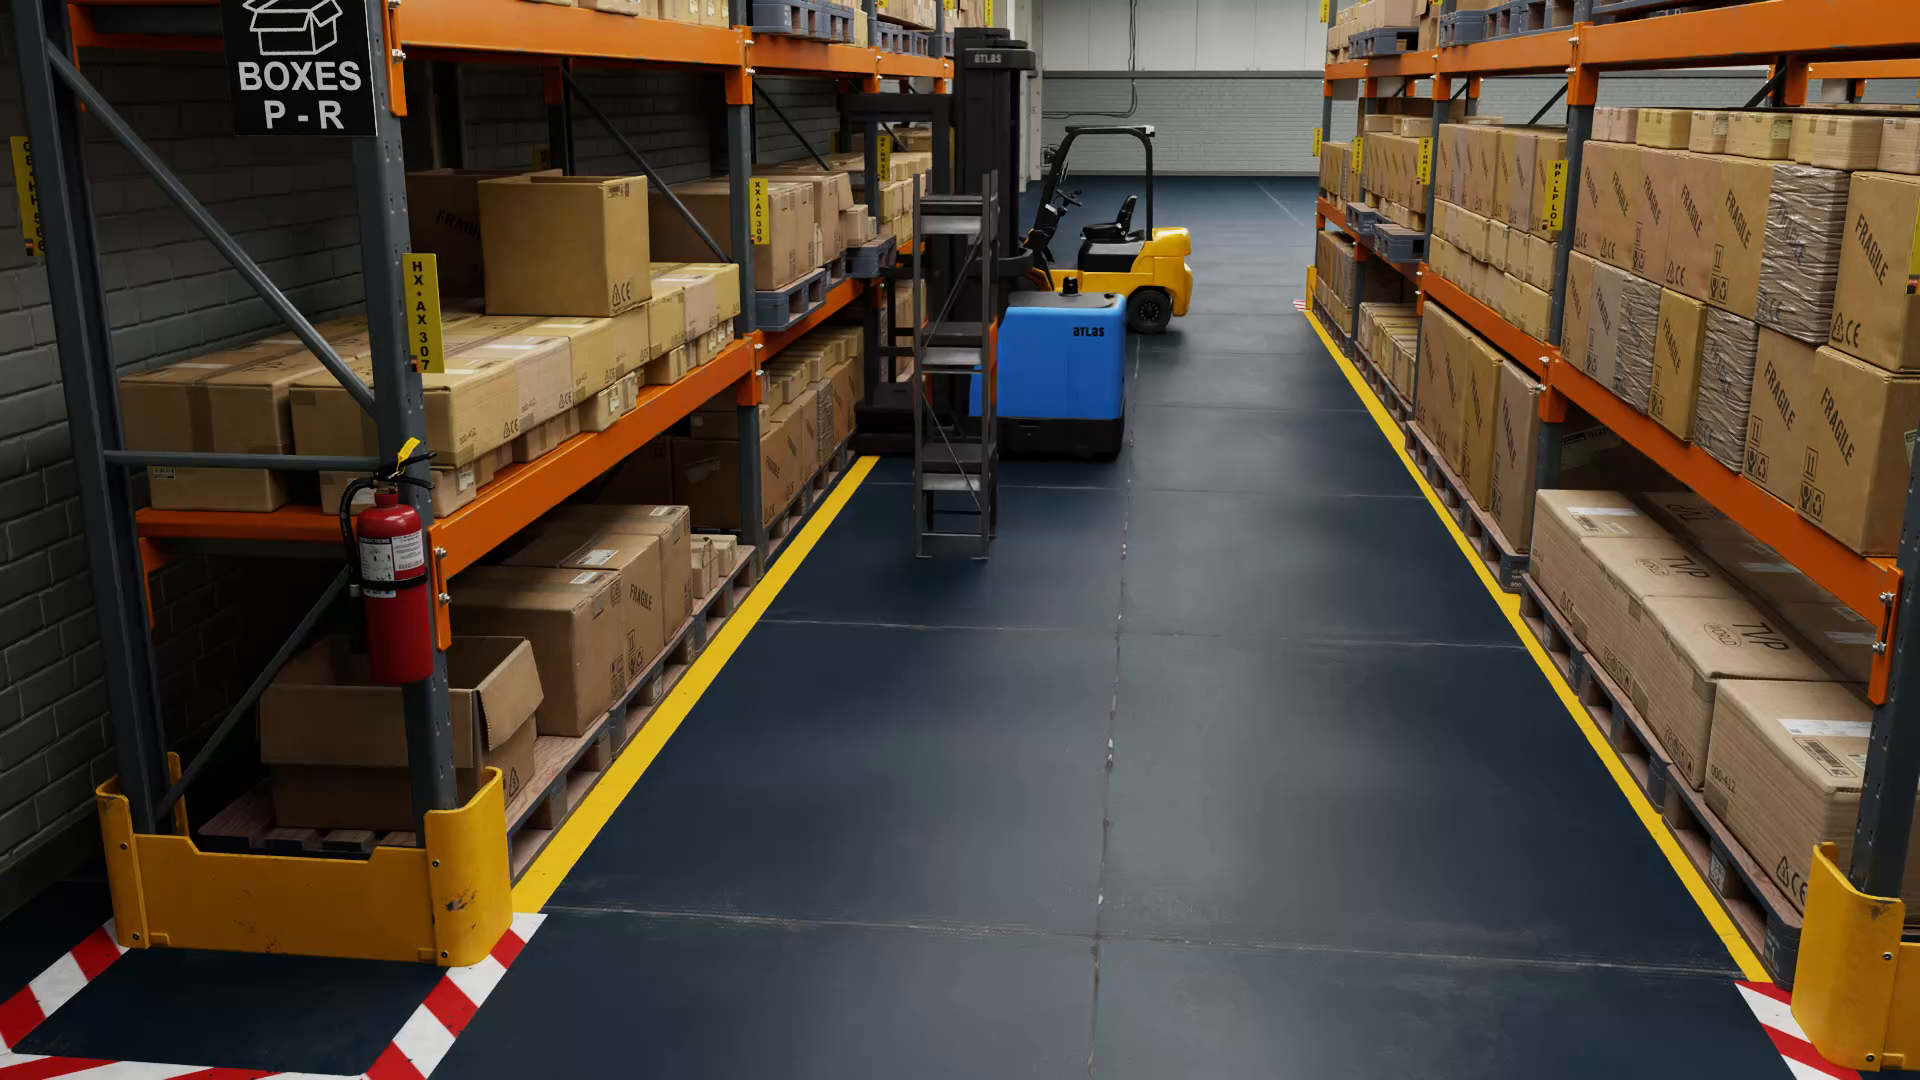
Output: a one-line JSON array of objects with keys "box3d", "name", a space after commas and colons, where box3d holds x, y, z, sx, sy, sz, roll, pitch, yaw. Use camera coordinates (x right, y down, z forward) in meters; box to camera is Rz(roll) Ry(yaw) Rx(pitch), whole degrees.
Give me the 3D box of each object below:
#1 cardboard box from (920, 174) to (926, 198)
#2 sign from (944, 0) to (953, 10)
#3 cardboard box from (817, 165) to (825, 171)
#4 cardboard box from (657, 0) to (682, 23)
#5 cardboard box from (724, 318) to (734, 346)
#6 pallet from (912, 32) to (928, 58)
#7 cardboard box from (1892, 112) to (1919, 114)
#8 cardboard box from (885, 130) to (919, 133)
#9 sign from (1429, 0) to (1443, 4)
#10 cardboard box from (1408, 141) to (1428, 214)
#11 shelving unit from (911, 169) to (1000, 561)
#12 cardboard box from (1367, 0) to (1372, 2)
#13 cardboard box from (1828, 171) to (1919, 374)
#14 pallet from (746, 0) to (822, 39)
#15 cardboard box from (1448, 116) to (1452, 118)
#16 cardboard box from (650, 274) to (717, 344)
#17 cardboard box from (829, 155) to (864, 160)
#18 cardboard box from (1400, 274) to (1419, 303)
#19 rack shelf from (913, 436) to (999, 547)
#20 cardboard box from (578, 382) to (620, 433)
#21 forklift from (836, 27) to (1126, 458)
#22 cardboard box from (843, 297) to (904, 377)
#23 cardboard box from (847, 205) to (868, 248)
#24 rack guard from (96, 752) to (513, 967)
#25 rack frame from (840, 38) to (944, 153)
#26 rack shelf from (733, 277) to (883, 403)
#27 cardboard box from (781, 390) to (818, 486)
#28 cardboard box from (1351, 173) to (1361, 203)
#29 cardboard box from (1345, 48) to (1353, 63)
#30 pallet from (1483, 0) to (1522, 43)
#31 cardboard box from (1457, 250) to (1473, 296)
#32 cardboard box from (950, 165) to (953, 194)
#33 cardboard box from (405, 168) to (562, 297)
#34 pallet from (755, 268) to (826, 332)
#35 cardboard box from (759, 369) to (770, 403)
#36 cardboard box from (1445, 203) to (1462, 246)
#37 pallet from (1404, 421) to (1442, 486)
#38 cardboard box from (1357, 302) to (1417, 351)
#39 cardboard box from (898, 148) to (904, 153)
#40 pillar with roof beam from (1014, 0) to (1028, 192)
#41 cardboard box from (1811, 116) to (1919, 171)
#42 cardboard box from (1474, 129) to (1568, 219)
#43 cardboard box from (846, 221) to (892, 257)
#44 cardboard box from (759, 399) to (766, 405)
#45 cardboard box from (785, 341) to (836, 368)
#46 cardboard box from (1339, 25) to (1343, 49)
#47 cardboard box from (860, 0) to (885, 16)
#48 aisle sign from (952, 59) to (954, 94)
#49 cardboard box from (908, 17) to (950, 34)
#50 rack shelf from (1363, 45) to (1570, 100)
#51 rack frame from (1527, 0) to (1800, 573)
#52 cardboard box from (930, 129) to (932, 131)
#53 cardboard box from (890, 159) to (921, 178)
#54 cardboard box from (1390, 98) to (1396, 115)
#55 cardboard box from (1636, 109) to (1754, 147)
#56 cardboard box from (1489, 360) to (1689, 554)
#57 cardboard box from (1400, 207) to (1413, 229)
[{"box3d": [-0.568, -3.095, 14.692, 0.500, 0.250, 0.500, 2, 15, 7], "name": "cardboard box"}, {"box3d": [-0.112, -5.163, 15.671, 0.100, 0.325, 0.005, 2, 15, 6], "name": "sign"}, {"box3d": [-1.260, -2.878, 13.125, 0.380, 0.149, 0.250, 2, 15, 6], "name": "cardboard box"}, {"box3d": [-1.404, -2.281, 7.085, 0.380, 0.149, 0.250, 2, 15, 6], "name": "cardboard box"}, {"box3d": [-1.340, -1.041, 8.247, 0.380, 0.149, 0.250, 2, 15, 7], "name": "cardboard box"}, {"box3d": [-0.739, -4.454, 15.007, 0.805, 0.209, 1.217, 1, 15, 4], "name": "pallet"}, {"box3d": [3.458, -1.399, 5.739, 0.380, 0.149, 0.250, 1, 15, 5], "name": "cardboard box"}, {"box3d": [-0.654, -4.389, 18.142, 0.380, 0.149, 0.250, 2, 15, 7], "name": "cardboard box"}, {"box3d": [3.290, -3.859, 11.449, 0.100, 0.325, 0.005, 2, 15, 6], "name": "sign"}, {"box3d": [3.604, -2.665, 12.207, 0.500, 0.500, 0.500, 1, 15, 5], "name": "cardboard box"}, {"box3d": [-0.019, -0.971, 9.229, 0.431, 2.100, 0.503, 2, 15, 6], "name": "shelving unit"}, {"box3d": [3.769, -4.732, 14.196, 0.500, 0.250, 0.500, 1, 15, 5], "name": "cardboard box"}, {"box3d": [2.744, -0.733, 4.518, 0.500, 0.500, 0.500, 2, 15, 8], "name": "cardboard box"}, {"box3d": [-1.412, -2.777, 8.798, 1.213, 0.211, 1.003, 2, 15, 6], "name": "pallet"}, {"box3d": [4.387, -3.584, 14.362, 0.380, 0.149, 0.250, 1, 15, 5], "name": "cardboard box"}, {"box3d": [-1.412, -1.054, 7.531, 0.500, 0.250, 0.500, 2, 15, 6], "name": "cardboard box"}, {"box3d": [-1.025, -3.404, 15.071, 0.380, 0.149, 0.250, 2, 15, 6], "name": "cardboard box"}, {"box3d": [4.615, -2.565, 16.426, 0.500, 0.500, 0.500, 2, 15, 9], "name": "cardboard box"}, {"box3d": [-0.019, -0.282, 9.415, 0.431, 0.518, 0.480, 2, 15, 6], "name": "rack shelf"}, {"box3d": [-1.502, -0.504, 6.259, 0.380, 0.149, 0.250, 1, 15, 5], "name": "cardboard box"}, {"box3d": [-0.319, -2.138, 11.953, 3.031, 2.935, 1.130, 2, 15, 7], "name": "forklift"}, {"box3d": [-0.954, -1.677, 13.864, 0.875, 0.625, 0.625, 2, 15, 8], "name": "cardboard box"}, {"box3d": [-0.901, -2.137, 11.302, 0.500, 0.250, 0.500, 1, 15, 4], "name": "cardboard box"}, {"box3d": [-1.998, 0.972, 5.110, 1.175, 0.500, 0.348, 2, 15, 6], "name": "rack guard"}, {"box3d": [-0.653, -3.327, 16.221, 1.000, 3.000, 0.127, 2, 15, 6], "name": "rack frame"}, {"box3d": [-1.330, -1.424, 10.560, 1.077, 0.370, 4.000, 2, 15, 6], "name": "rack shelf"}, {"box3d": [-1.166, -0.635, 10.248, 0.500, 0.500, 0.500, 1, 15, 5], "name": "cardboard box"}, {"box3d": [4.083, -3.497, 16.085, 0.500, 0.500, 0.500, 1, 15, 5], "name": "cardboard box"}, {"box3d": [4.240, -5.065, 17.382, 0.380, 0.149, 0.250, 1, 15, 5], "name": "cardboard box"}, {"box3d": [3.685, -3.043, 9.784, 1.003, 0.211, 1.213, 2, 15, 9], "name": "pallet"}, {"box3d": [3.418, -1.683, 10.428, 0.500, 0.250, 0.500, 2, 15, 8], "name": "cardboard box"}, {"box3d": [-0.343, -3.483, 16.605, 0.500, 0.500, 0.500, 1, 15, 5], "name": "cardboard box"}, {"box3d": [-1.988, -1.307, 7.031, 0.500, 0.500, 0.500, 1, 15, 5], "name": "cardboard box"}, {"box3d": [-1.357, -1.364, 9.327, 1.003, 0.211, 1.213, 2, 15, 6], "name": "pallet"}, {"box3d": [-1.269, -0.859, 9.265, 0.380, 0.149, 0.250, 1, 15, 4], "name": "cardboard box"}, {"box3d": [3.467, -2.055, 10.847, 0.500, 0.250, 0.500, 2, 15, 8], "name": "cardboard box"}, {"box3d": [3.665, -0.596, 11.463, 1.003, 0.211, 1.213, 2, 15, 6], "name": "pallet"}, {"box3d": [4.223, -1.980, 15.469, 0.950, 0.372, 0.625, 2, 15, 7], "name": "cardboard box"}, {"box3d": [-0.728, -4.044, 17.437, 0.380, 0.149, 0.250, 2, 15, 8], "name": "cardboard box"}, {"box3d": [5.810, -13.205, 41.256, 9.100, 9.000, 0.400, 2, 15, 6], "name": "pillar with roof beam"}, {"box3d": [2.718, -1.149, 4.814, 0.380, 0.149, 0.250, 2, 15, 6], "name": "cardboard box"}, {"box3d": [3.349, -2.161, 9.802, 0.500, 0.500, 0.500, 2, 15, 7], "name": "cardboard box"}, {"box3d": [-0.811, -2.325, 12.803, 0.500, 0.250, 0.500, 2, 15, 6], "name": "cardboard box"}, {"box3d": [-1.296, -0.721, 9.323, 0.380, 0.149, 0.250, 1, 15, 5], "name": "cardboard box"}, {"box3d": [-1.056, -1.258, 11.308, 0.380, 0.149, 0.250, 2, 15, 8], "name": "cardboard box"}, {"box3d": [4.310, -5.351, 17.676, 0.500, 0.250, 0.500, 2, 15, 8], "name": "cardboard box"}, {"box3d": [-0.763, -3.958, 12.257, 0.380, 0.166, 0.250, 2, 15, 6], "name": "cardboard box"}, {"box3d": [0.098, -5.628, 19.749, 0.394, 0.787, 0.004, 2, 15, 6], "name": "aisle sign"}, {"box3d": [-0.300, -5.013, 16.192, 0.380, 0.149, 0.250, 2, 15, 7], "name": "cardboard box"}, {"box3d": [4.054, -3.764, 13.468, 1.077, 0.370, 4.000, 2, 15, 6], "name": "rack shelf"}, {"box3d": [3.377, -1.107, 8.010, 1.000, 3.000, 0.127, 2, 15, 6], "name": "rack frame"}, {"box3d": [-0.134, -4.575, 18.830, 0.380, 0.149, 0.250, 2, 15, 7], "name": "cardboard box"}, {"box3d": [-0.538, -3.190, 14.280, 0.380, 0.149, 0.250, 1, 15, 5], "name": "cardboard box"}, {"box3d": [4.624, -4.096, 16.387, 0.700, 0.500, 0.500, 2, 15, 7], "name": "cardboard box"}, {"box3d": [2.995, -1.680, 6.779, 0.380, 0.149, 0.250, 2, 15, 6], "name": "cardboard box"}, {"box3d": [3.368, -0.447, 8.836, 0.875, 0.875, 0.875, 2, 15, 8], "name": "cardboard box"}, {"box3d": [3.574, -2.456, 12.677, 0.380, 0.149, 0.250, 2, 15, 6], "name": "cardboard box"}]
